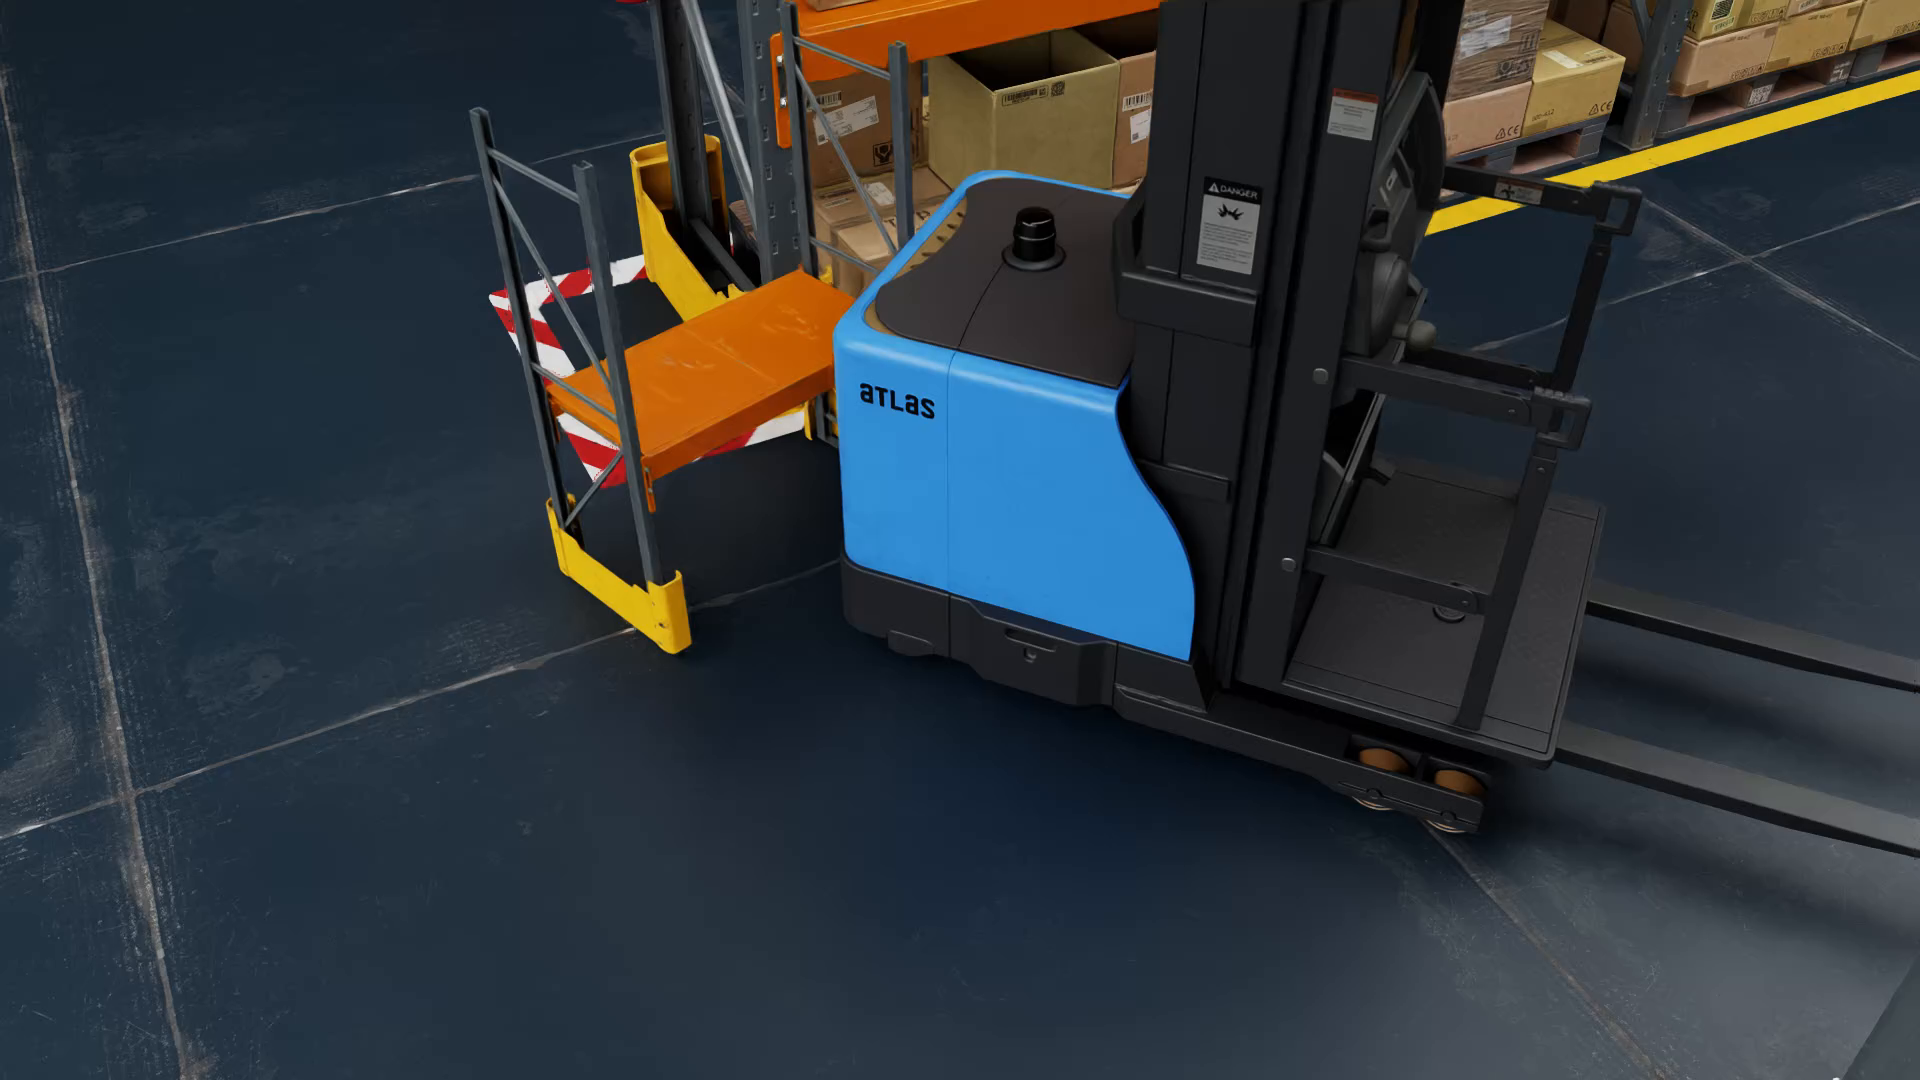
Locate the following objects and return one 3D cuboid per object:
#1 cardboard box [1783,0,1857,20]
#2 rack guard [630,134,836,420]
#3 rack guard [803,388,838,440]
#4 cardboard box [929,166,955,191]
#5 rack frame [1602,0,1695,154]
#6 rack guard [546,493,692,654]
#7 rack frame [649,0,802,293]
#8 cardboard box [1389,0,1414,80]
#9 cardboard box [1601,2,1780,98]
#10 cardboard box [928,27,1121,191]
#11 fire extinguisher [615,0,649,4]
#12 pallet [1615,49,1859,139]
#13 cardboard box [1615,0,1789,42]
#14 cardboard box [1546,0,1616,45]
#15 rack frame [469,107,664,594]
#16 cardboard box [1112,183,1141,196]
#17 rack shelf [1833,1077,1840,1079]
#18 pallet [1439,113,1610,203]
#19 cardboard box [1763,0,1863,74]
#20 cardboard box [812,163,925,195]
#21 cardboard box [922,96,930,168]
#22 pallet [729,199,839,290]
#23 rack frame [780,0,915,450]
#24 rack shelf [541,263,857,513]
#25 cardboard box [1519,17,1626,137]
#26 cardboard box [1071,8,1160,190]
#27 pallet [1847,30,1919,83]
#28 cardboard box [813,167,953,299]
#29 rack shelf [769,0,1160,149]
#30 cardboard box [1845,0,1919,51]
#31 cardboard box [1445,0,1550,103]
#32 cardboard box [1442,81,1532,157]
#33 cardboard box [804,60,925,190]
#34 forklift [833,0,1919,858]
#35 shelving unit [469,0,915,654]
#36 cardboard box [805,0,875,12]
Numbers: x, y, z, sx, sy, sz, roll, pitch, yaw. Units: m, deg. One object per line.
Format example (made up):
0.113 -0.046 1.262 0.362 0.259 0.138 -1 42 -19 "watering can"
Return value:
3.672 -2.581 7.346 0.500 0.311 0.500 -19 44 -21 "cardboard box"
-0.825 -0.974 6.014 0.348 0.500 1.175 -19 44 -21 "rack guard"
-0.302 -0.350 5.453 0.087 0.250 0.587 -32 47 -33 "rack guard"
0.217 -1.230 6.184 0.500 0.250 0.500 -19 44 -21 "cardboard box"
2.744 -3.129 6.625 0.127 3.000 1.000 -19 44 -21 "rack frame"
-1.009 0.093 4.909 0.087 0.250 0.587 -32 47 -33 "rack guard"
-0.804 -1.935 5.214 0.127 3.000 1.000 -19 44 -21 "rack frame"
1.543 -1.968 6.476 0.500 0.500 0.500 -19 44 -21 "cardboard box"
3.216 -2.218 7.352 0.500 0.250 0.500 -20 44 -22 "cardboard box"
0.217 -1.515 5.941 0.500 0.500 0.500 -19 44 -21 "cardboard box"
-1.123 -2.137 5.512 0.183 0.674 0.296 -19 44 -21 "fire extinguisher"
3.379 -2.307 7.812 1.213 0.211 1.003 -19 44 -21 "pallet"
3.226 -2.434 7.173 0.500 0.311 0.500 -18 44 -20 "cardboard box"
2.978 -2.530 7.720 0.500 0.250 0.500 -19 44 -21 "cardboard box"
-1.035 -0.391 4.513 0.032 1.500 0.500 -32 47 -33 "rack frame"
0.660 -1.379 6.360 0.500 0.250 0.500 -19 44 -21 "cardboard box"
3.255 0.582 2.798 4.000 0.370 1.077 -19 44 -21 "rack shelf"
2.019 -1.851 7.274 1.213 0.211 1.003 -19 44 -21 "pallet"
3.670 -2.370 7.531 0.500 0.250 0.500 -18 43 -20 "cardboard box"
-0.464 -1.375 6.356 0.500 0.250 0.500 -19 44 -21 "cardboard box"
-0.027 -1.531 6.541 0.500 0.250 0.500 -19 44 -21 "cardboard box"
-0.145 -1.123 6.413 1.213 0.211 1.003 -19 44 -21 "pallet"
-0.314 -0.843 5.069 0.032 1.500 0.500 -32 47 -33 "rack frame"
-0.671 -0.475 4.902 1.000 0.185 0.538 -32 47 -33 "rack shelf"
2.434 -1.976 7.066 0.500 0.250 0.500 -19 44 -21 "cardboard box"
0.655 -1.672 6.126 0.500 0.500 0.500 -19 44 -21 "cardboard box"
4.463 -2.674 8.245 1.213 0.211 1.003 -19 44 -21 "pallet"
-0.225 -1.079 6.006 0.500 0.250 0.500 -19 44 -21 "cardboard box"
0.970 -2.257 6.152 4.000 0.370 1.077 -19 44 -21 "rack shelf"
4.128 -2.526 7.716 0.500 0.250 0.500 -20 44 -22 "cardboard box"
1.985 -2.120 6.655 0.500 0.500 0.500 -19 44 -21 "cardboard box"
1.986 -1.833 6.896 0.500 0.250 0.500 -19 44 -21 "cardboard box"
-0.465 -1.663 6.115 0.500 0.500 0.500 -19 44 -21 "cardboard box"
1.222 -0.747 3.864 3.031 2.935 1.130 16 43 18 "forklift"
-0.668 -0.621 4.796 1.083 1.500 0.587 -32 47 -33 "shelving unit"
-0.384 -2.105 5.338 0.500 0.500 0.700 -19 44 -21 "cardboard box"
